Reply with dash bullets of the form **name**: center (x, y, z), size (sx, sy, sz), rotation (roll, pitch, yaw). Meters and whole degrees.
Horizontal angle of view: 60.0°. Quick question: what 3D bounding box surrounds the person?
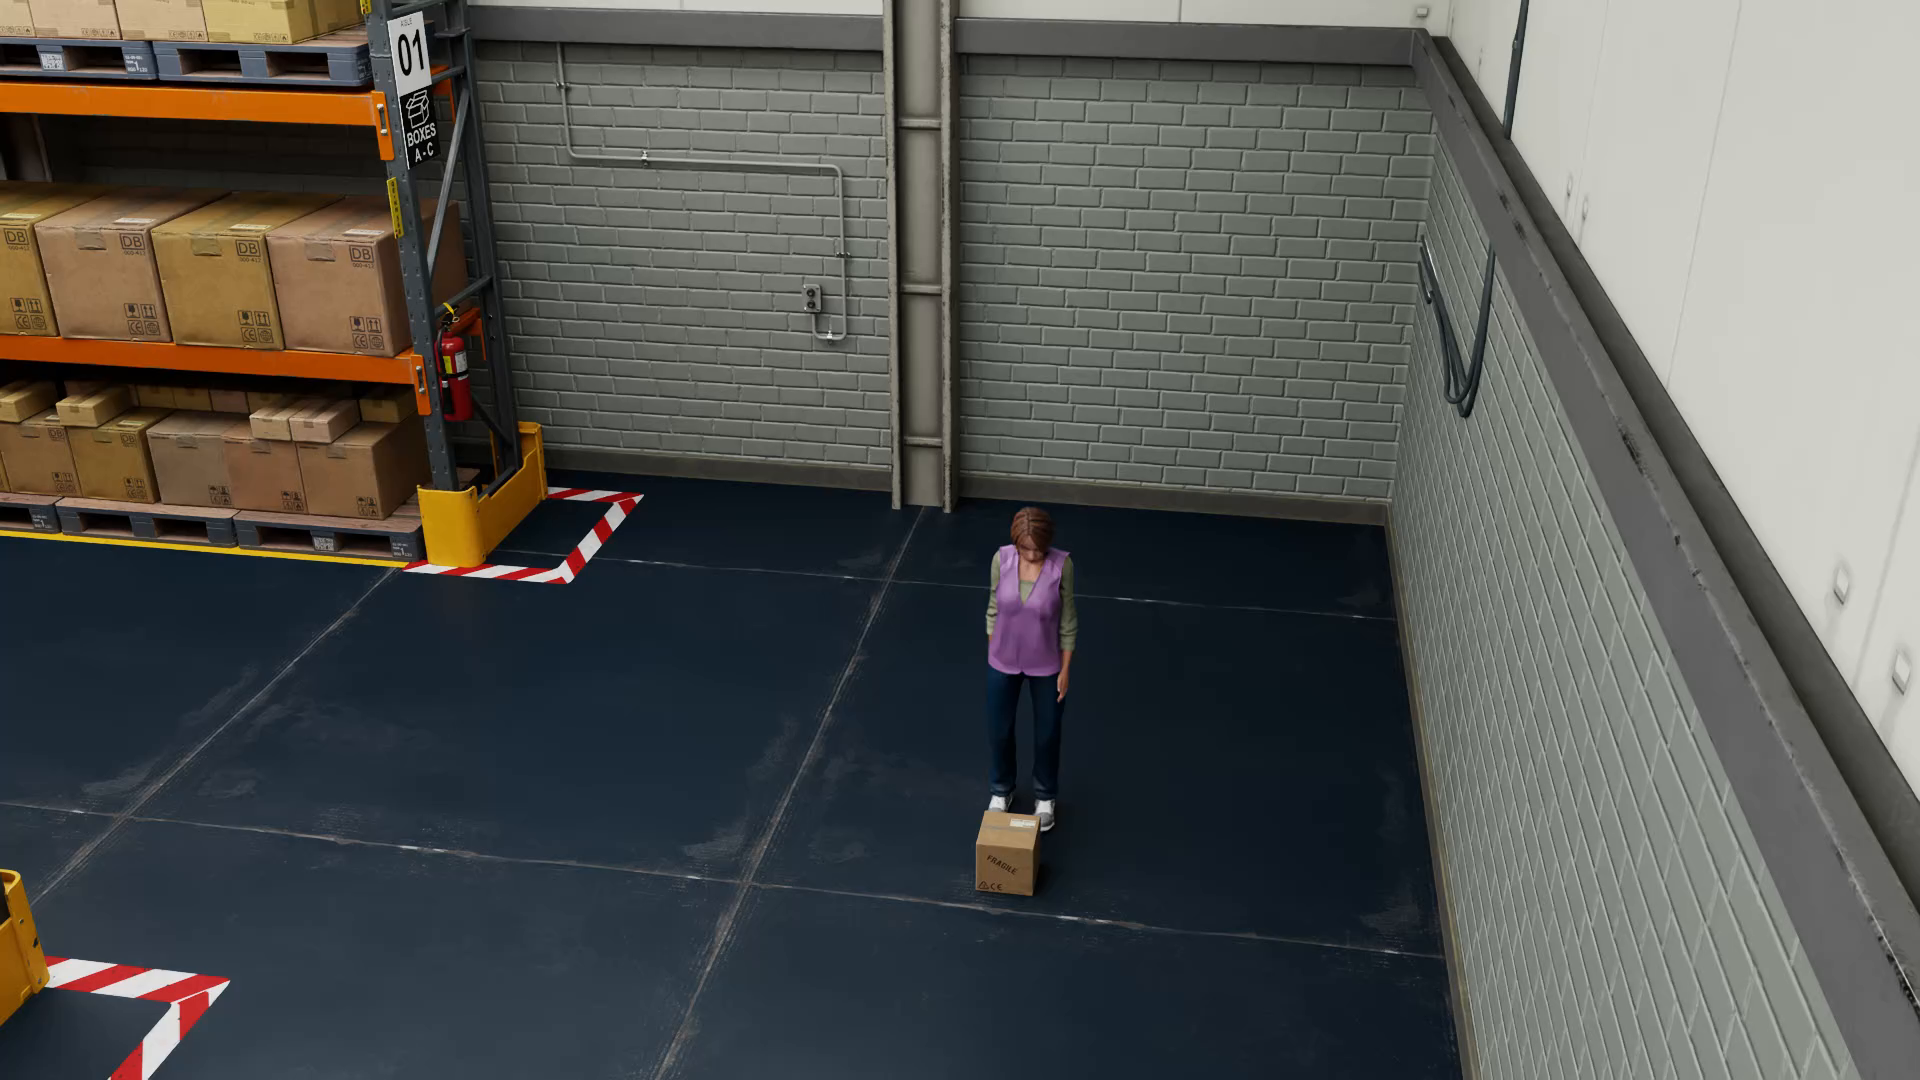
- **person**: center (0.320, 0.575, 7.443), size (0.411, 1.577, 0.310), rotation (5, 26, 10)
